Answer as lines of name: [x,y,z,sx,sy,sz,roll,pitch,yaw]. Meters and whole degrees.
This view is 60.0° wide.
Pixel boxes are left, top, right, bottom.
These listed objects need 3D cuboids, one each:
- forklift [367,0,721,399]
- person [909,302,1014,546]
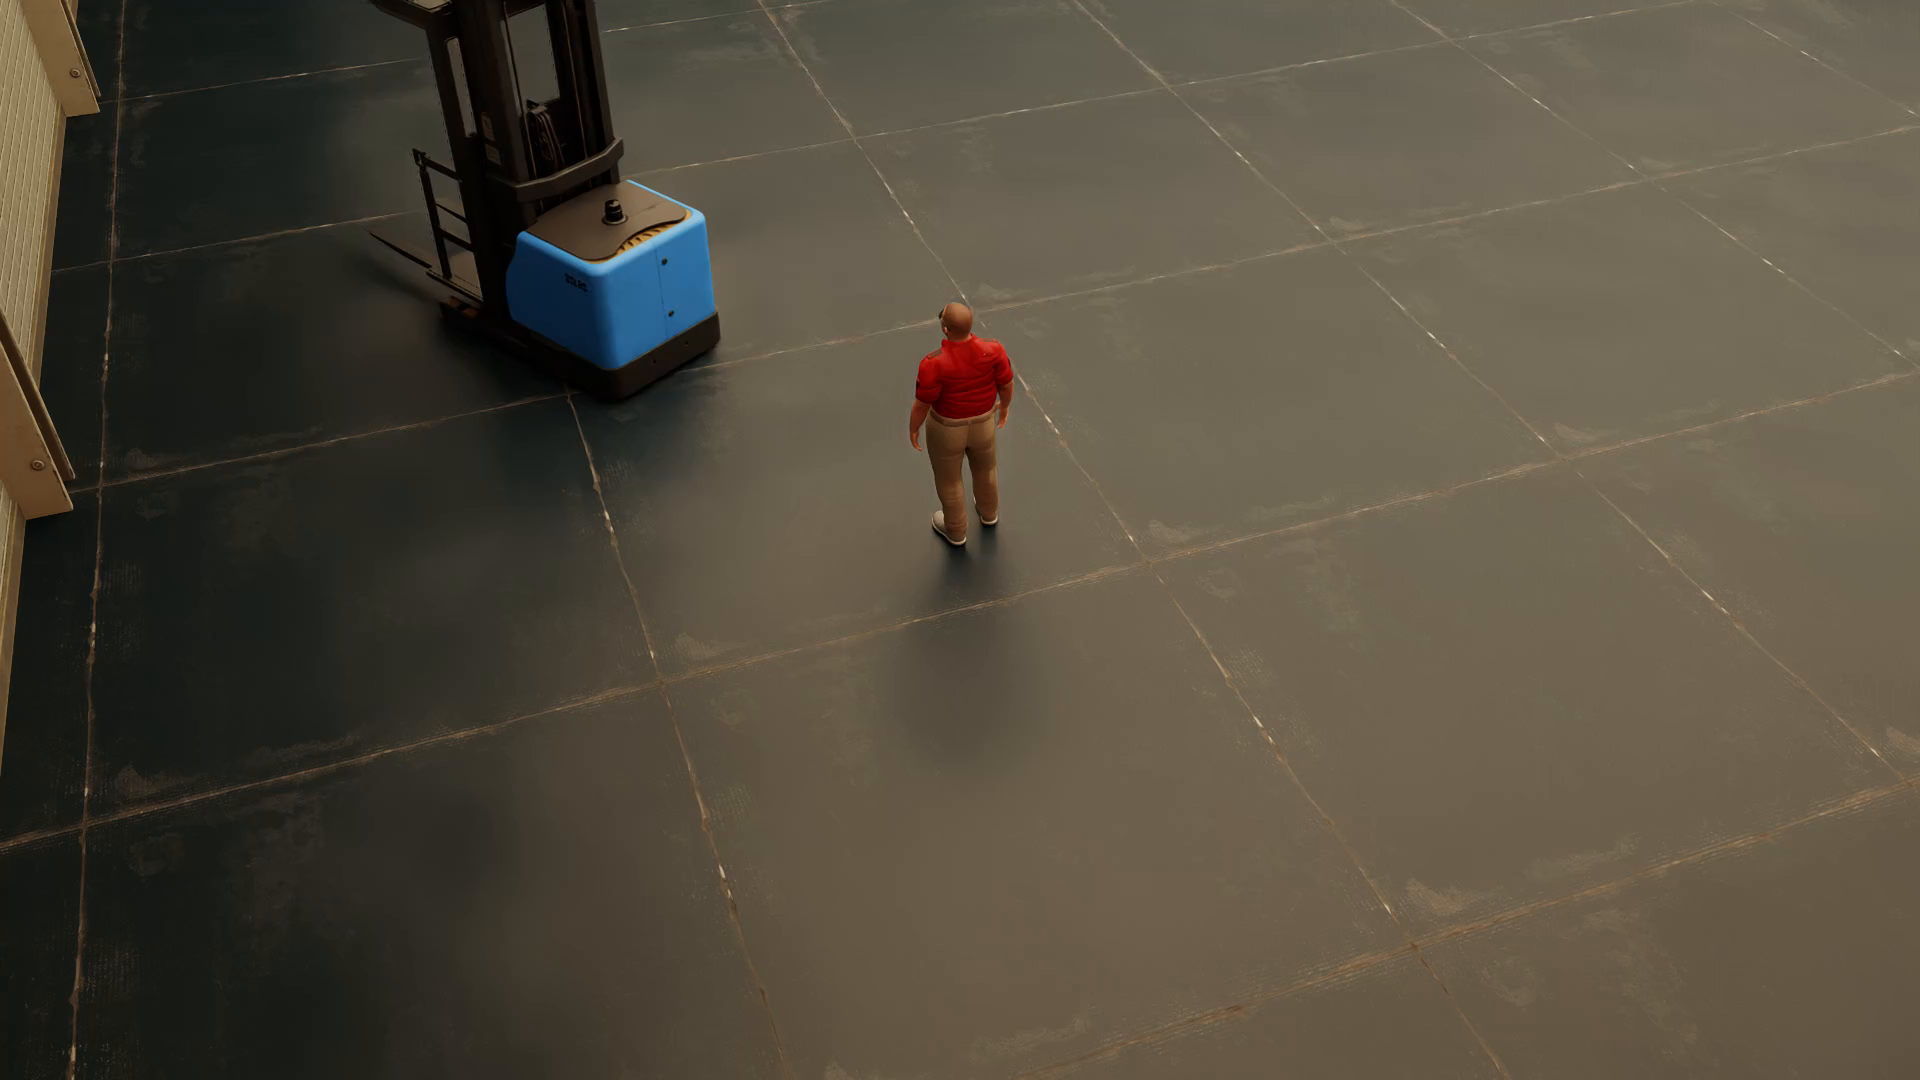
forklift: [-3.166,-2.875,11.420,3.031,2.935,1.130,28,47,29]
person: [-0.020,-0.725,9.783,0.642,1.727,0.550,-13,42,-15]
